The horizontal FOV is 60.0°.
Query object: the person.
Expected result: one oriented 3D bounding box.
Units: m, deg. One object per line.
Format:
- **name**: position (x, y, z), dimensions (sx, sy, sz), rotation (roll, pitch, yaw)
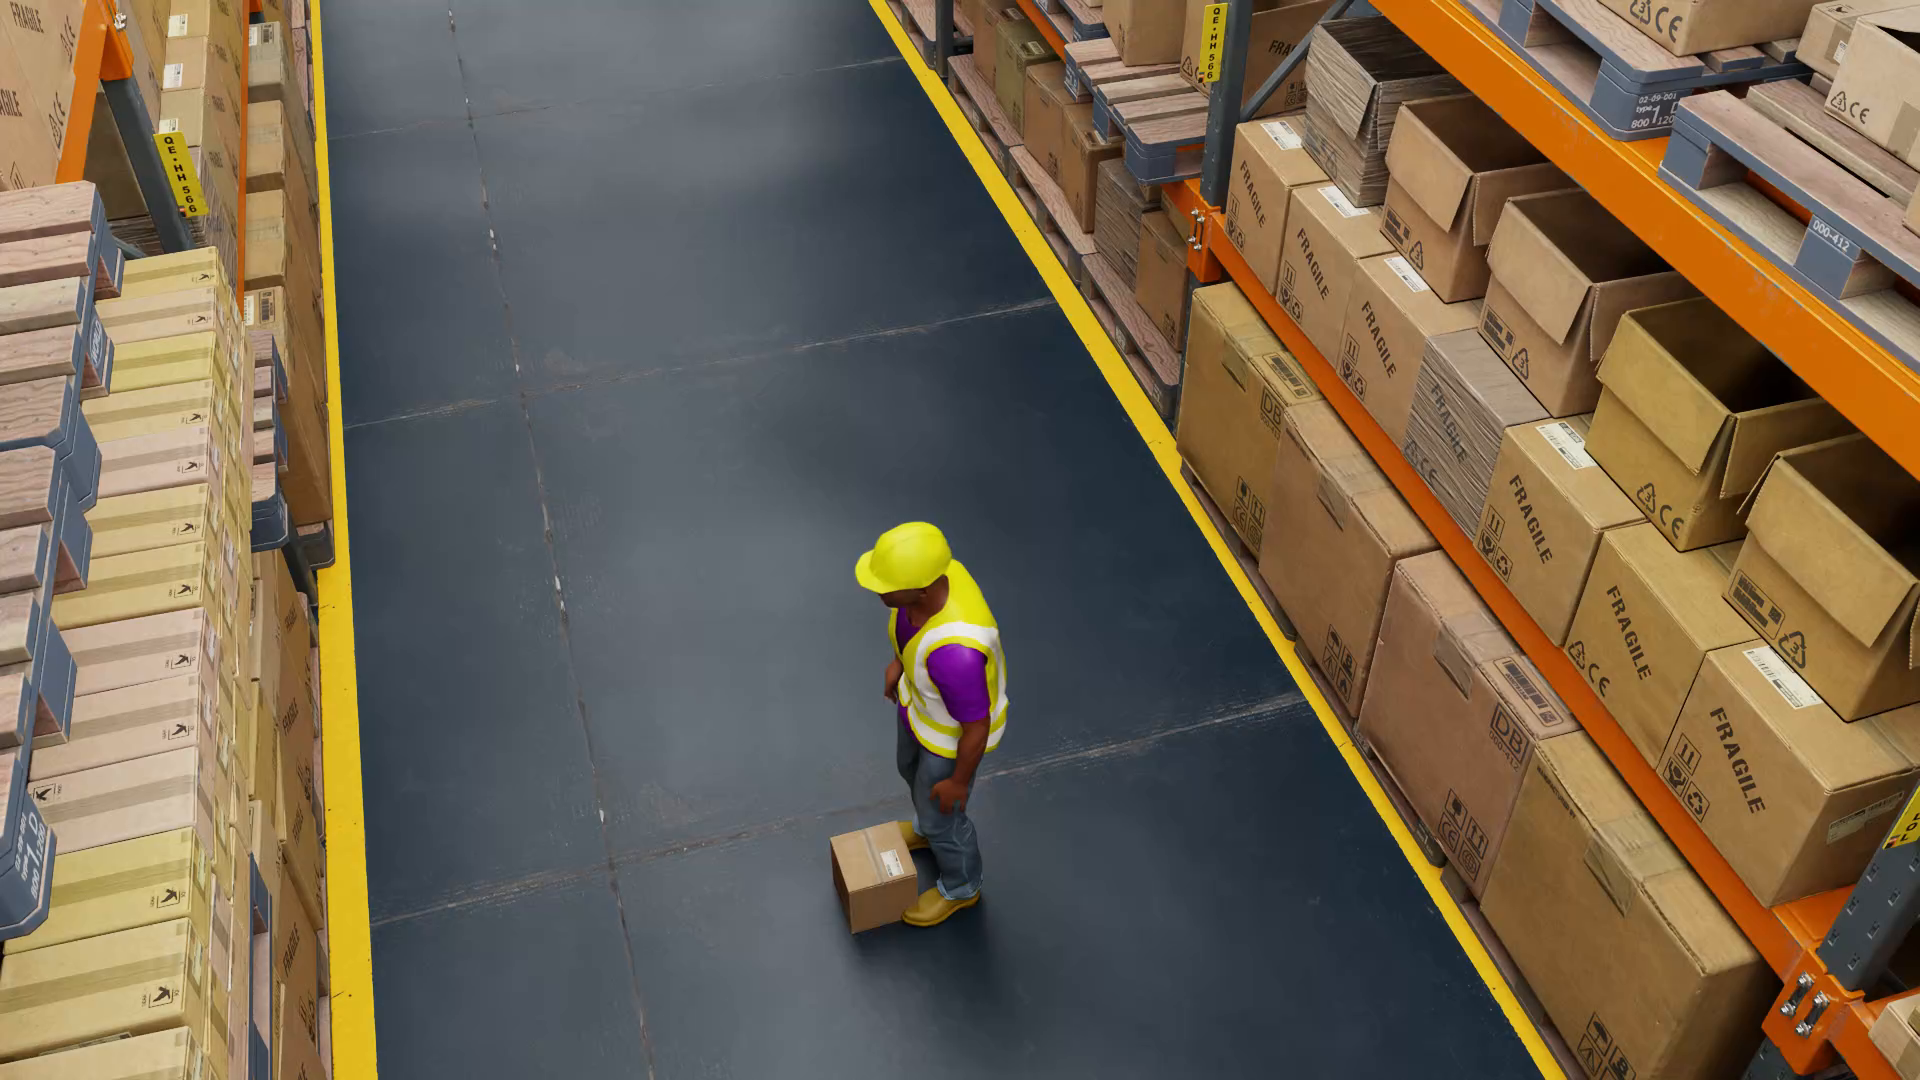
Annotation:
- **person**: position (-0.094, 0.594, 5.487), dimensions (0.461, 1.760, 0.636), rotation (-13, 44, -14)
